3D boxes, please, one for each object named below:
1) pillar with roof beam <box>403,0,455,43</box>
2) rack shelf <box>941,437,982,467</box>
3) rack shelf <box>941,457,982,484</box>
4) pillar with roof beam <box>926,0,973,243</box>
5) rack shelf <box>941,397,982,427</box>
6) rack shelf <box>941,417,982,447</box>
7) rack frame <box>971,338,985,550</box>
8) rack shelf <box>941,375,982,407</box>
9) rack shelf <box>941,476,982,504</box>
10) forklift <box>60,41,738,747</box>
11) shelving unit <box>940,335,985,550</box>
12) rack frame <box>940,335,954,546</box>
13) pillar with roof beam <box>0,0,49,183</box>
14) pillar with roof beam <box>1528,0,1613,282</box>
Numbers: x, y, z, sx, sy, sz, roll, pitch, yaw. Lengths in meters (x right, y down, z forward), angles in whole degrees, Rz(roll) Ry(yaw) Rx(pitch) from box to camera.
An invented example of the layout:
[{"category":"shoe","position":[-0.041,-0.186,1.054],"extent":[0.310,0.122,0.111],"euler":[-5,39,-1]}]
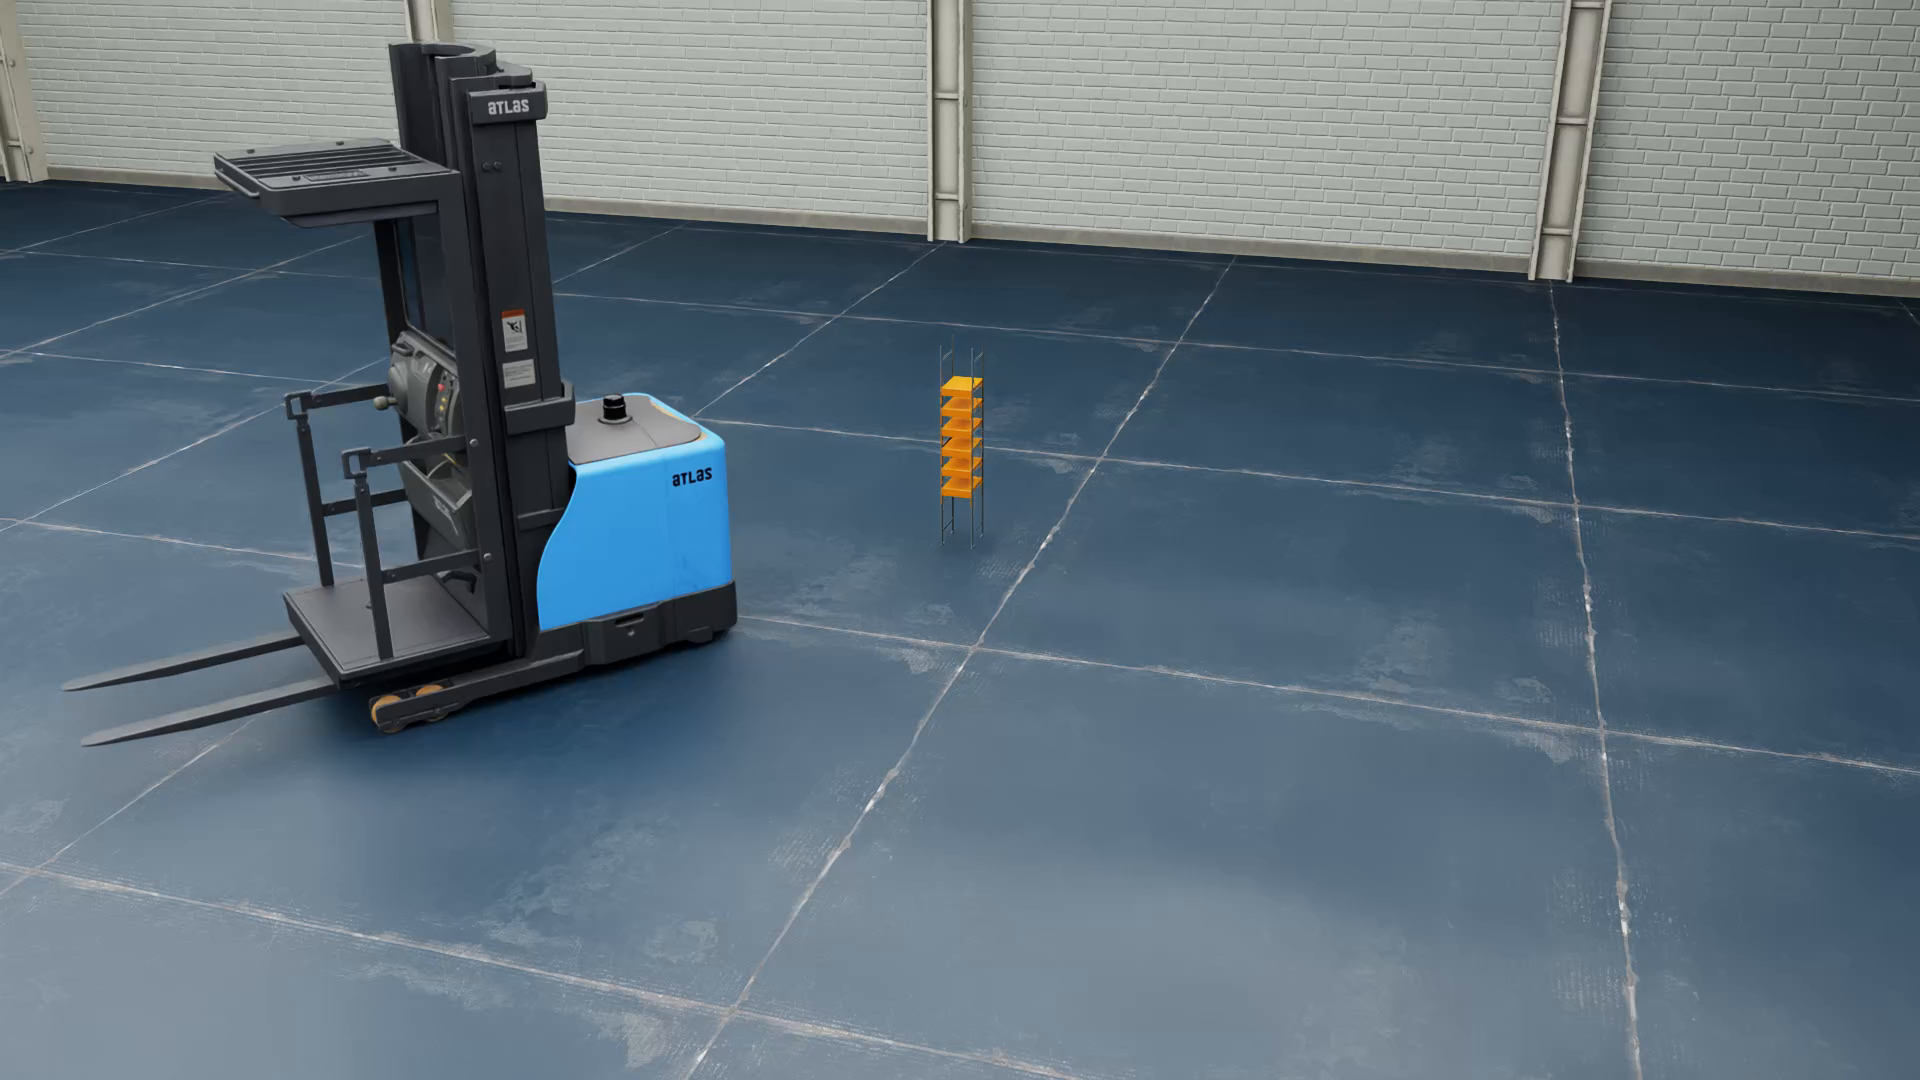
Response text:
[{"category":"pillar with roof beam","position":[-7.095,-6.425,13.576],"extent":[0.400,9.000,9.100],"euler":[7,23,16]},{"category":"rack shelf","position":[0.014,-0.512,9.555],"extent":[0.180,0.103,0.258],"euler":[7,23,16]},{"category":"rack shelf","position":[0.014,-0.401,9.601],"extent":[0.180,0.103,0.258],"euler":[7,23,16]},{"category":"pillar with roof beam","position":[-1.350,-5.767,11.972],"extent":[0.400,9.000,9.100],"euler":[7,23,16]},{"category":"rack shelf","position":[0.014,-0.734,9.464],"extent":[0.180,0.103,0.258],"euler":[7,23,16]},{"category":"rack shelf","position":[0.014,-0.623,9.510],"extent":[0.180,0.103,0.258],"euler":[7,23,16]},{"category":"rack frame","position":[0.101,-0.544,9.514],"extent":[0.006,1.200,0.240],"euler":[7,23,16]},{"category":"rack shelf","position":[0.014,-0.845,9.419],"extent":[0.180,0.103,0.258],"euler":[7,23,16]},{"category":"rack shelf","position":[0.014,-0.290,9.646],"extent":[0.180,0.103,0.258],"euler":[7,23,16]},{"category":"forklift","position":[-2.653,-0.702,7.619],"extent":[3.031,2.935,1.130],"euler":[-14,26,-31]},{"category":"shelving unit","position":[0.014,-0.554,9.538],"extent":[0.189,1.200,0.258],"euler":[7,23,16]},{"category":"rack frame","position":[-0.074,-0.564,9.563],"extent":[0.006,1.200,0.240],"euler":[7,23,16]},{"category":"pillar with roof beam","position":[-12.839,-7.083,15.179],"extent":[0.400,9.000,9.100],"euler":[7,23,16]},{"category":"pillar with roof beam","position":[4.394,-5.109,10.369],"extent":[0.400,9.000,9.100],"euler":[7,23,16]}]
